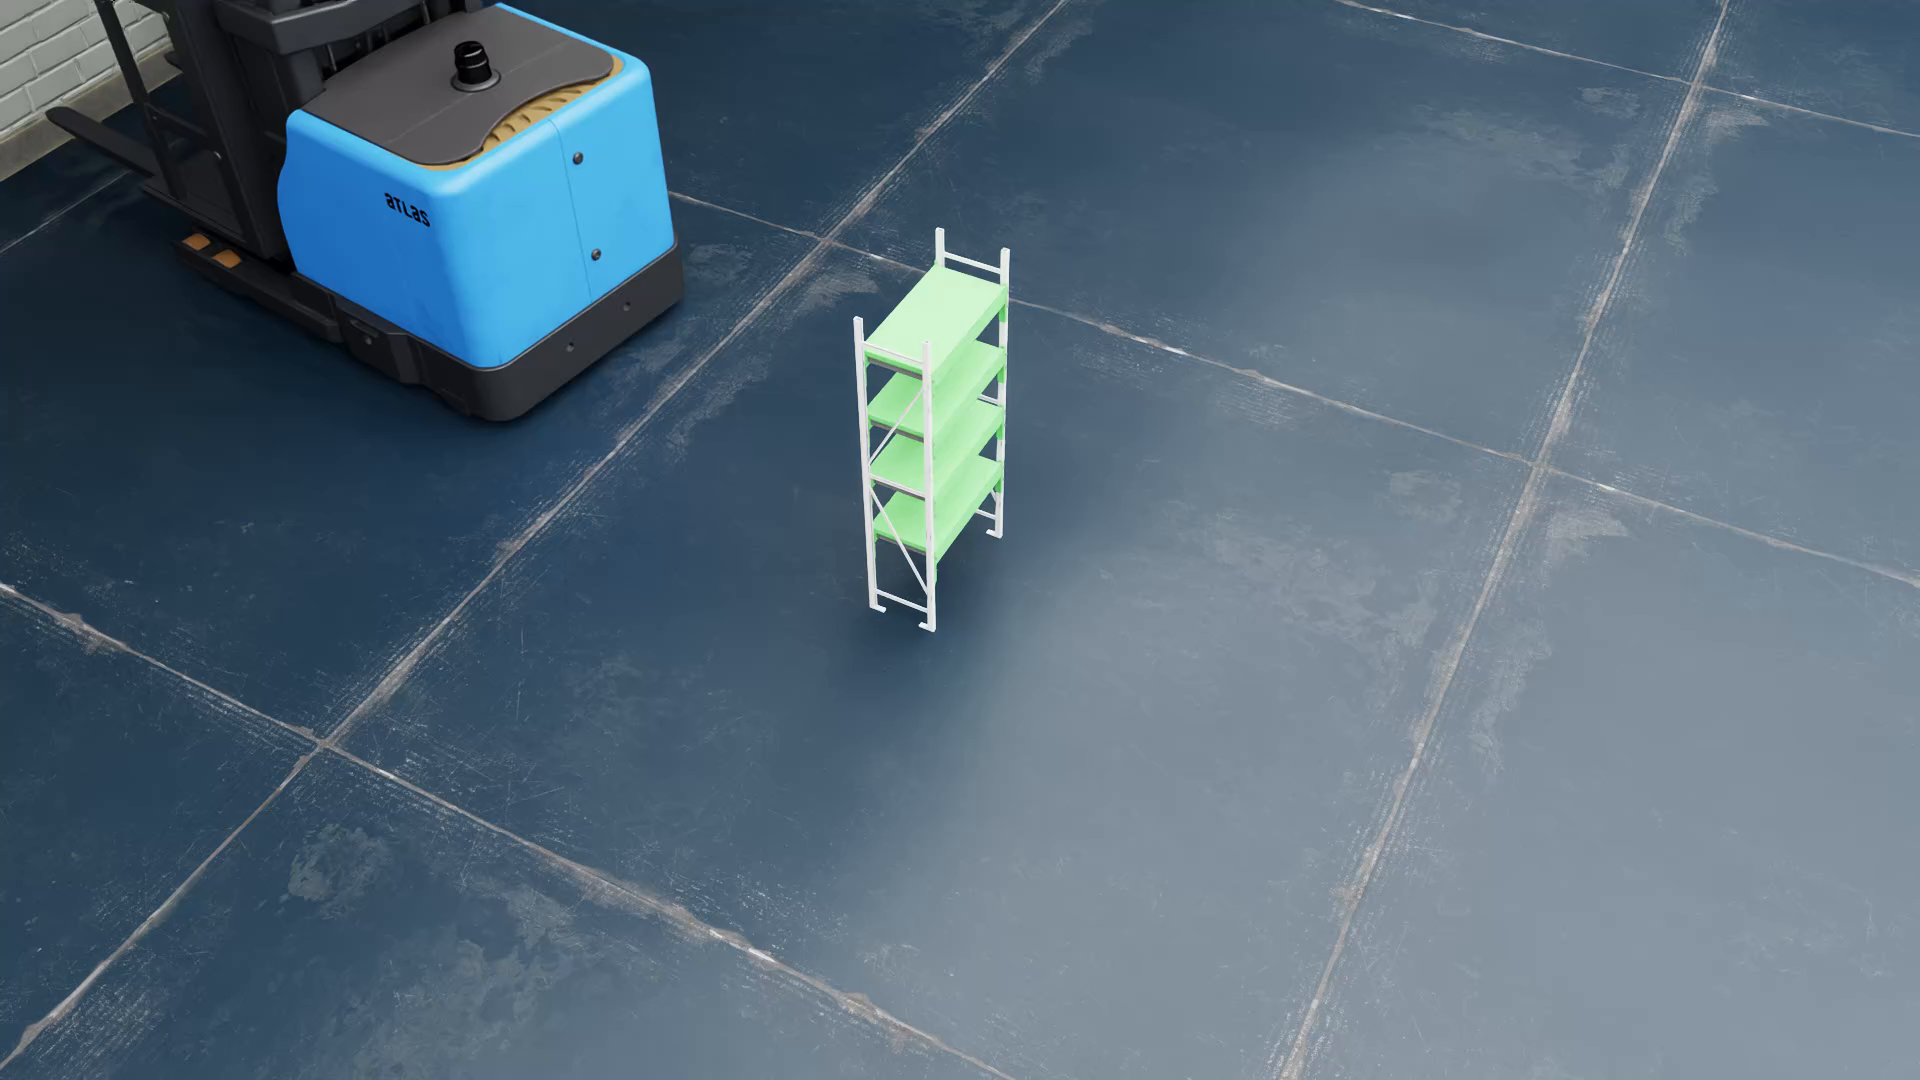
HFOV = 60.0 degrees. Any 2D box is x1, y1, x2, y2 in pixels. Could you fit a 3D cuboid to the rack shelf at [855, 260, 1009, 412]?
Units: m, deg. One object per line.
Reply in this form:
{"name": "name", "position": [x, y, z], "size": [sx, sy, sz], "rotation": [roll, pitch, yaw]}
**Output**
{"name": "rack shelf", "position": [-0.077, -0.610, 4.924], "size": [0.258, 0.148, 0.480], "rotation": [20, 49, 19]}

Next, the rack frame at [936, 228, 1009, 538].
{"name": "rack frame", "position": [0.036, -0.471, 5.372], "size": [0.240, 1.200, 0.015], "rotation": [20, 49, 19]}

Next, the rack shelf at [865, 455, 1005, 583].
{"name": "rack shelf", "position": [-0.077, -0.104, 5.436], "size": [0.258, 0.148, 0.480], "rotation": [20, 49, 19]}

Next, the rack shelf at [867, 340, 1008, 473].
{"name": "rack shelf", "position": [-0.077, -0.441, 5.095], "size": [0.258, 0.148, 0.480], "rotation": [20, 49, 19]}

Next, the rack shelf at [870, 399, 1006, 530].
{"name": "rack shelf", "position": [-0.077, -0.273, 5.266], "size": [0.258, 0.148, 0.480], "rotation": [20, 49, 19]}

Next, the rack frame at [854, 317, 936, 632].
{"name": "rack frame", "position": [-0.190, -0.164, 5.068], "size": [0.240, 1.200, 0.015], "rotation": [20, 49, 19]}

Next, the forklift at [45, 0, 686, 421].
{"name": "forklift", "position": [-2.589, -2.314, 5.976], "size": [3.031, 2.935, 1.130], "rotation": [27, 51, 24]}

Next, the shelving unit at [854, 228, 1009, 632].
{"name": "shelving unit", "position": [-0.077, -0.317, 5.220], "size": [0.258, 1.200, 0.503], "rotation": [20, 49, 19]}
